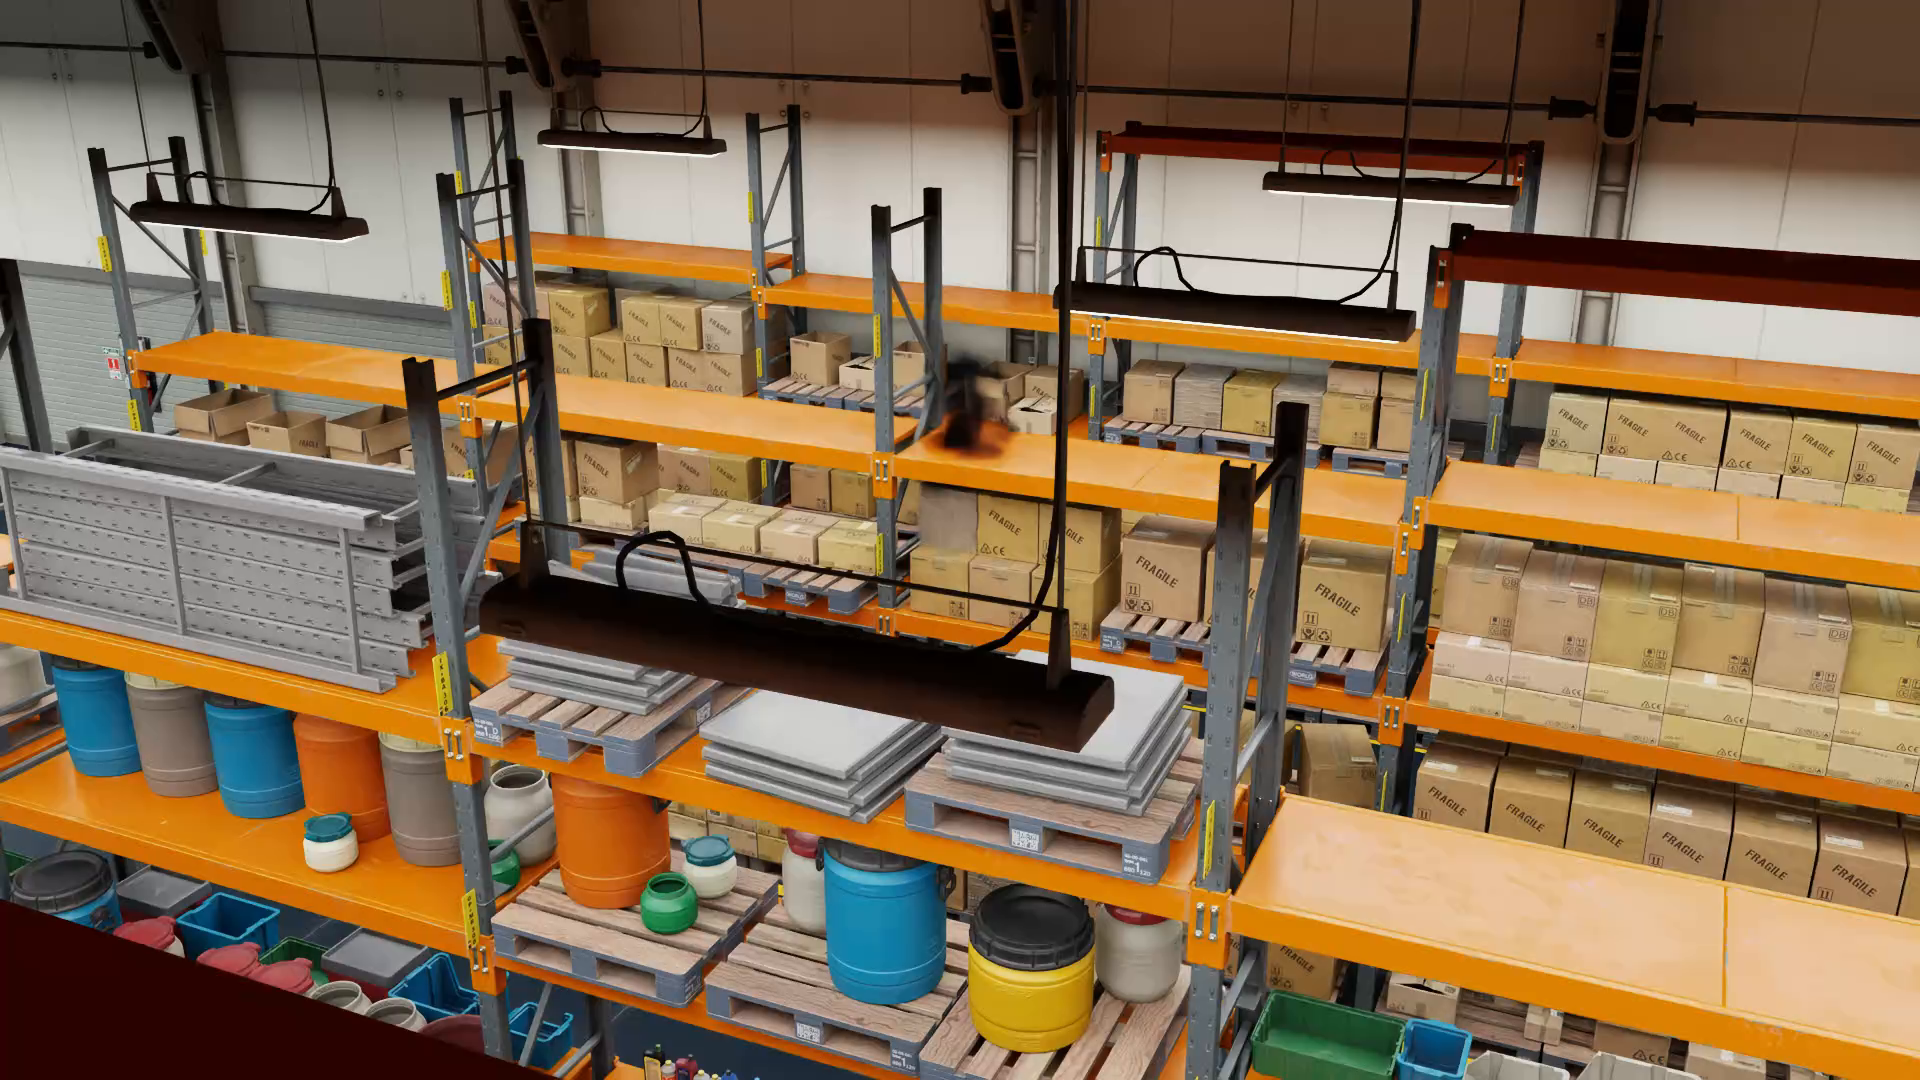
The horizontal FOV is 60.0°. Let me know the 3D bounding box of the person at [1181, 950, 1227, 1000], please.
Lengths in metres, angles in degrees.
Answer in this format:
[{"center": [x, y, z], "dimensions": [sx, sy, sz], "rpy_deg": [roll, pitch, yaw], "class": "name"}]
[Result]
[{"center": [1.510, 3.458, 11.204], "dimensions": [0.705, 1.641, 0.507], "rpy_deg": [4, 21, 10], "class": "person"}]
